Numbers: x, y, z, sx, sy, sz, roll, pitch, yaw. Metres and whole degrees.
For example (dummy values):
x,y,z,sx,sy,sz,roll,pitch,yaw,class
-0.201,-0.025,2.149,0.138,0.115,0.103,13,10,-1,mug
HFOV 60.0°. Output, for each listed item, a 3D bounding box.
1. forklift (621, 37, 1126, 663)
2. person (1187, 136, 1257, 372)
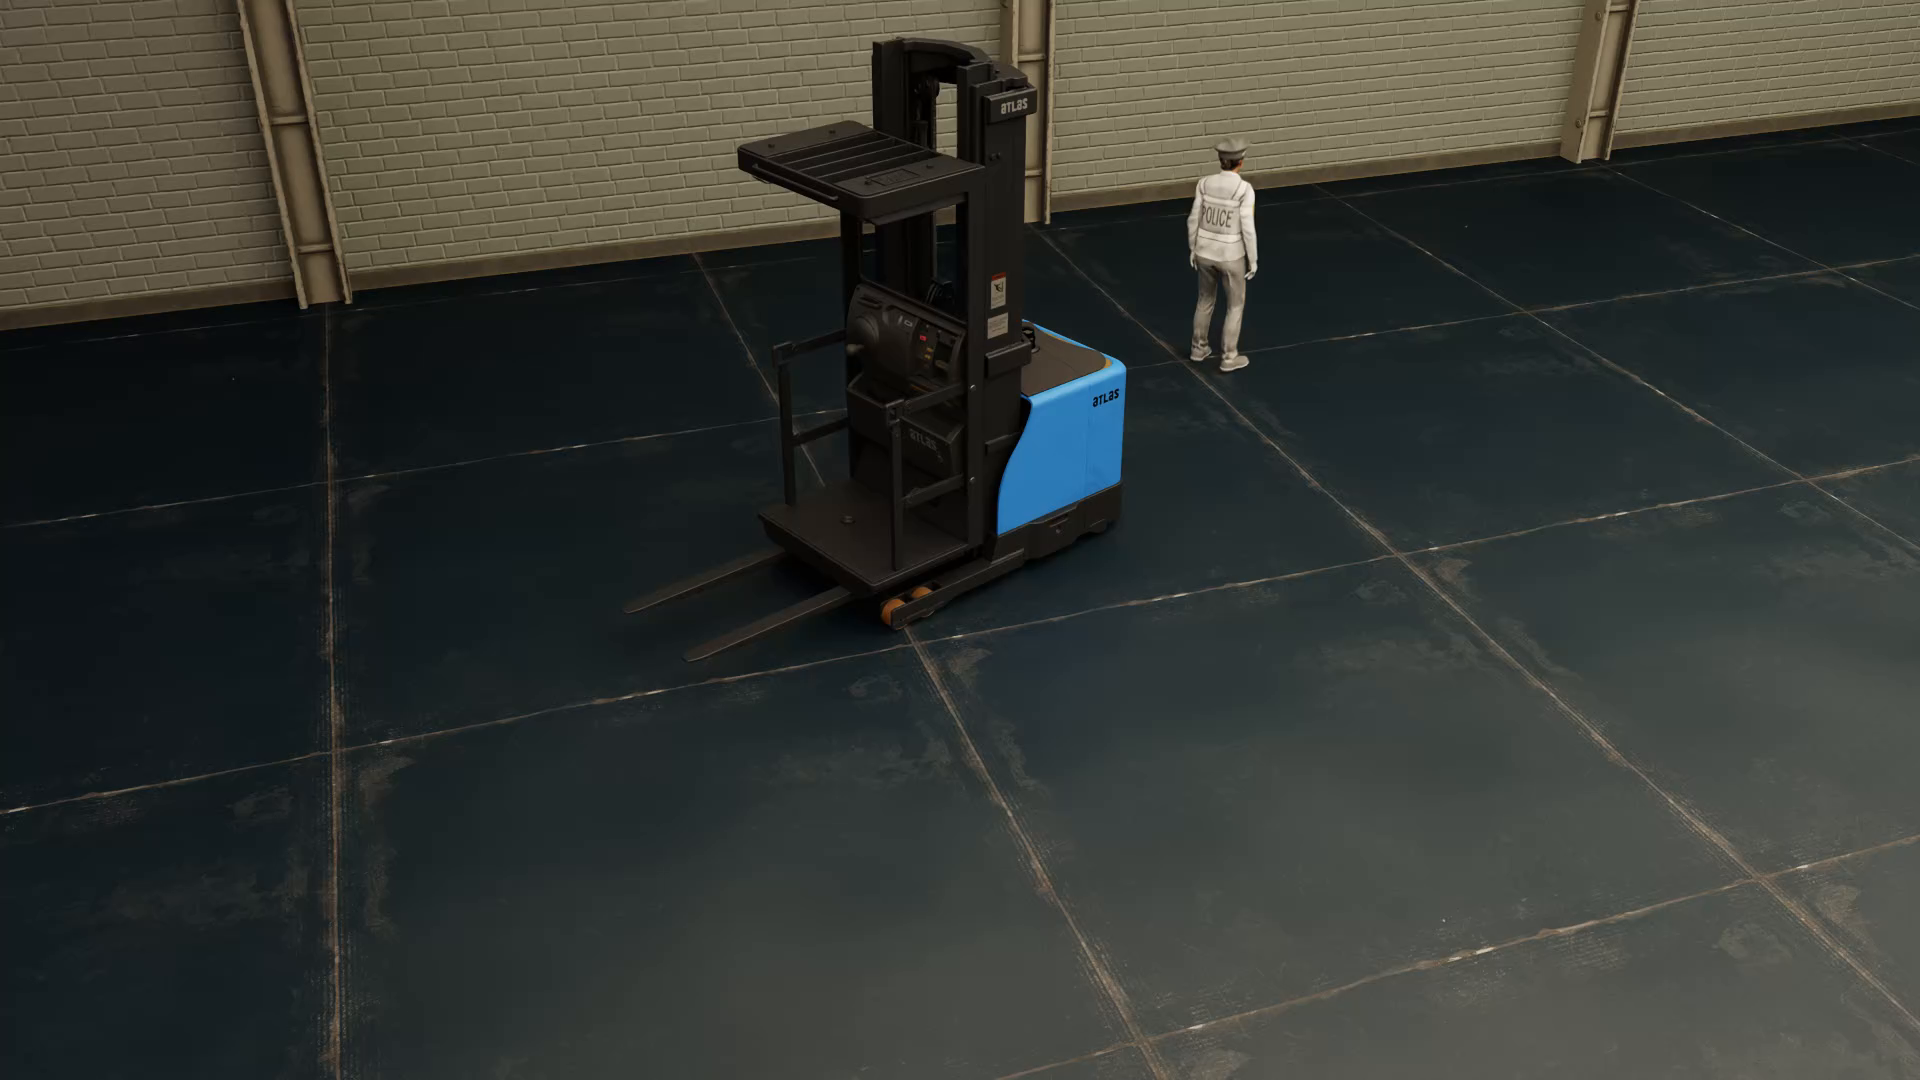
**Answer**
x,y,z,sx,sy,sz,roll,pitch,yaw,class
-0.461,-1.072,8.951,3.031,2.935,1.130,-23,37,-34,forklift
1.880,-2.030,11.898,0.534,1.667,0.380,20,35,31,person
